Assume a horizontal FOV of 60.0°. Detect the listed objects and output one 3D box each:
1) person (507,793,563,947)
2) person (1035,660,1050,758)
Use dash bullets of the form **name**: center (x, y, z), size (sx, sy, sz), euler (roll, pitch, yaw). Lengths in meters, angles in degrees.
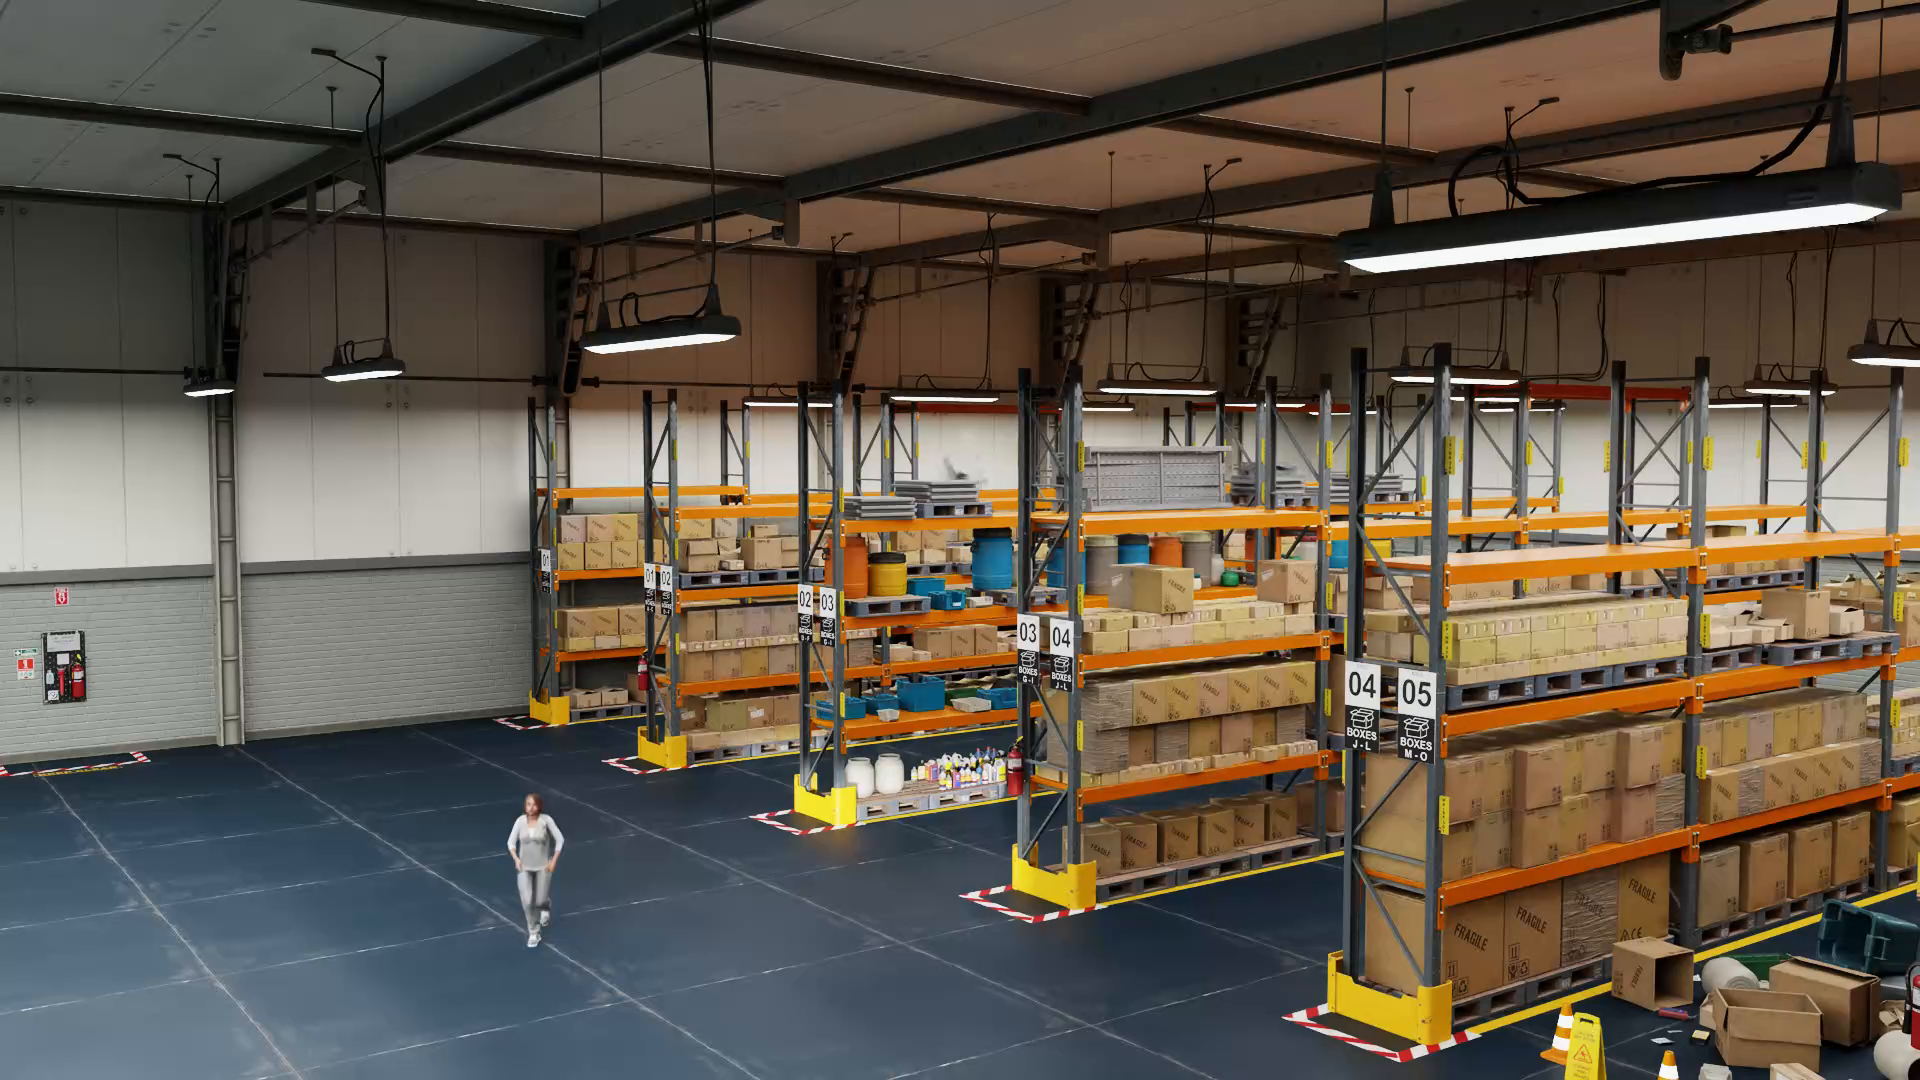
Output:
- **person**: center (-4.382, 3.375, 17.170), size (0.566, 1.558, 0.577), euler (0, 3, -6)
- **person**: center (1.493, 2.743, 27.334), size (0.705, 1.660, 0.602), euler (-2, 4, -33)
